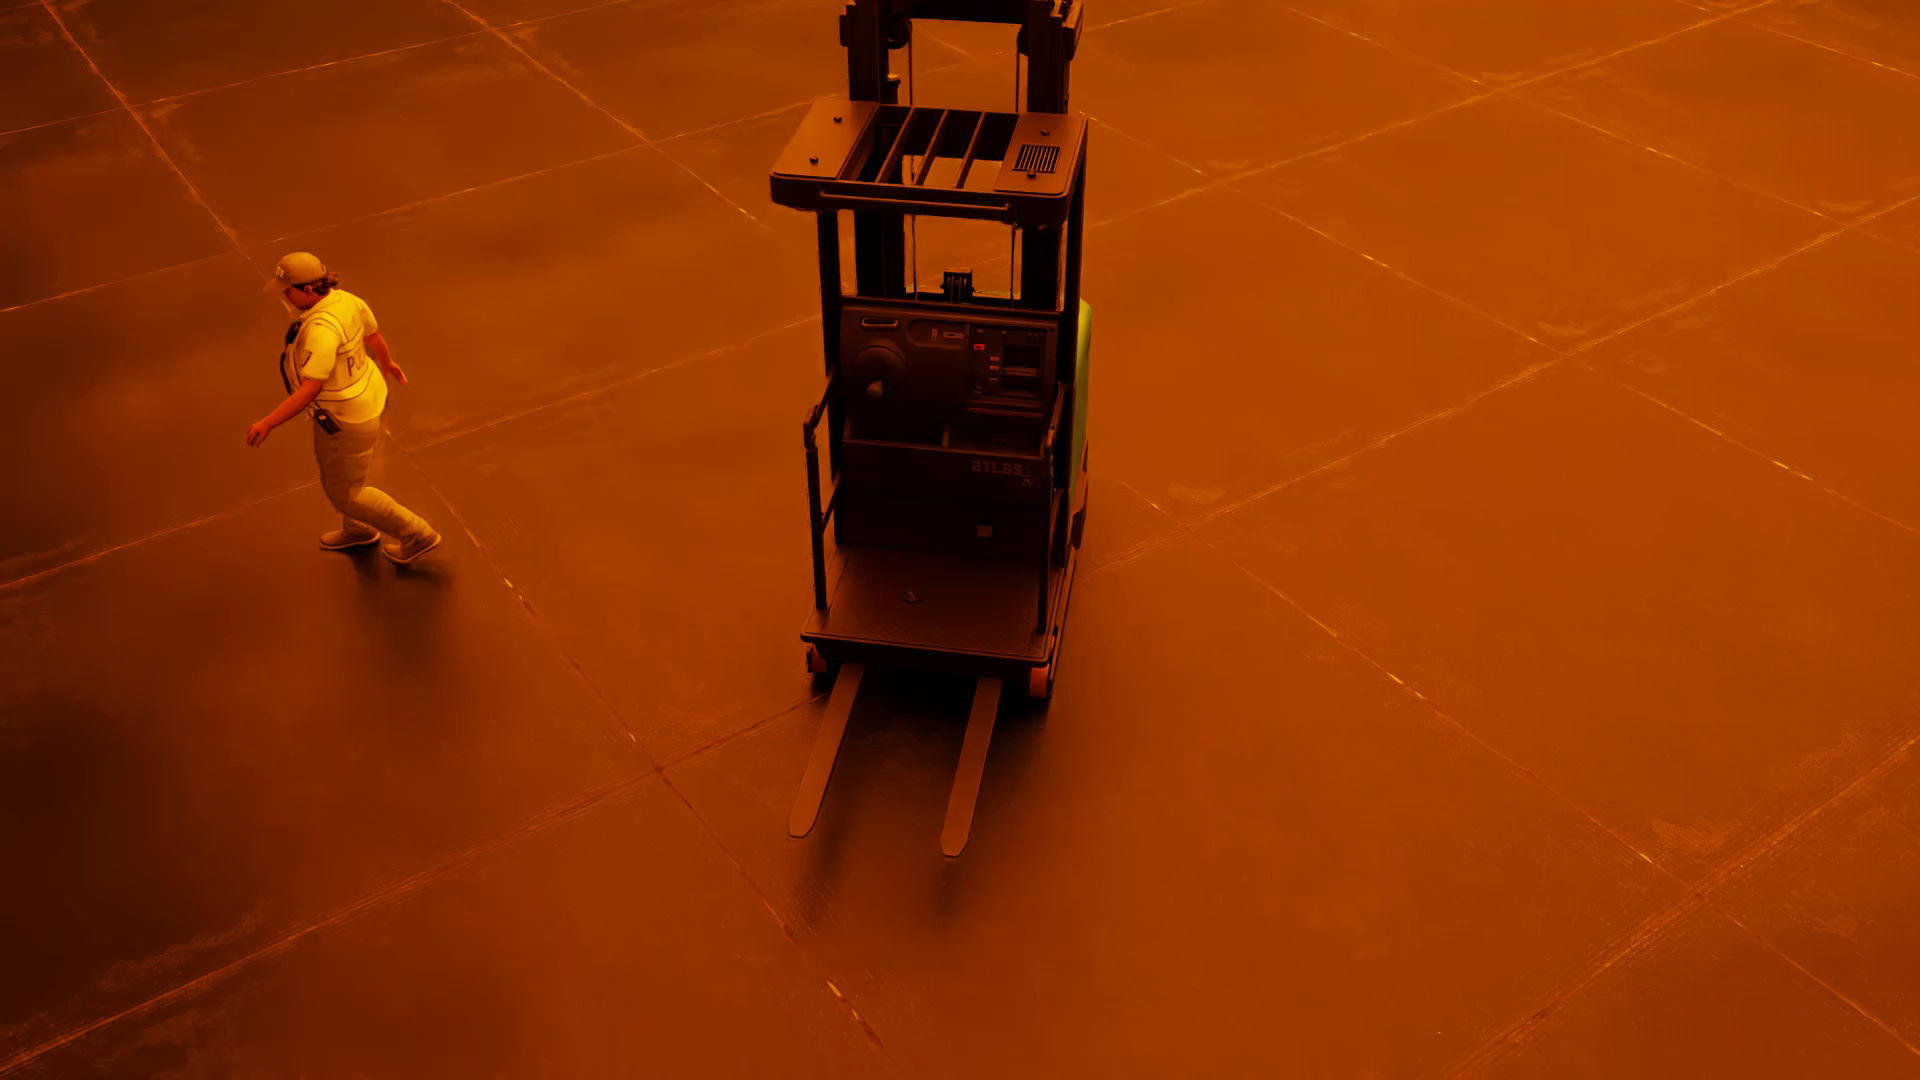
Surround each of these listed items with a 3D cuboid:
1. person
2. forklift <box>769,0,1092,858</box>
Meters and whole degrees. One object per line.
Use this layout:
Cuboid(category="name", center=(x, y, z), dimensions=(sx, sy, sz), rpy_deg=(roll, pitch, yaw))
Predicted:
Cuboid(category="person", center=(-2.912, -0.612, 7.868), dimensions=(0.689, 1.646, 0.829), rpy_deg=(-3, 37, -5))
Cuboid(category="forklift", center=(-0.086, -0.702, 6.893), dimensions=(1.130, 2.935, 3.031), rpy_deg=(6, 37, 8))
